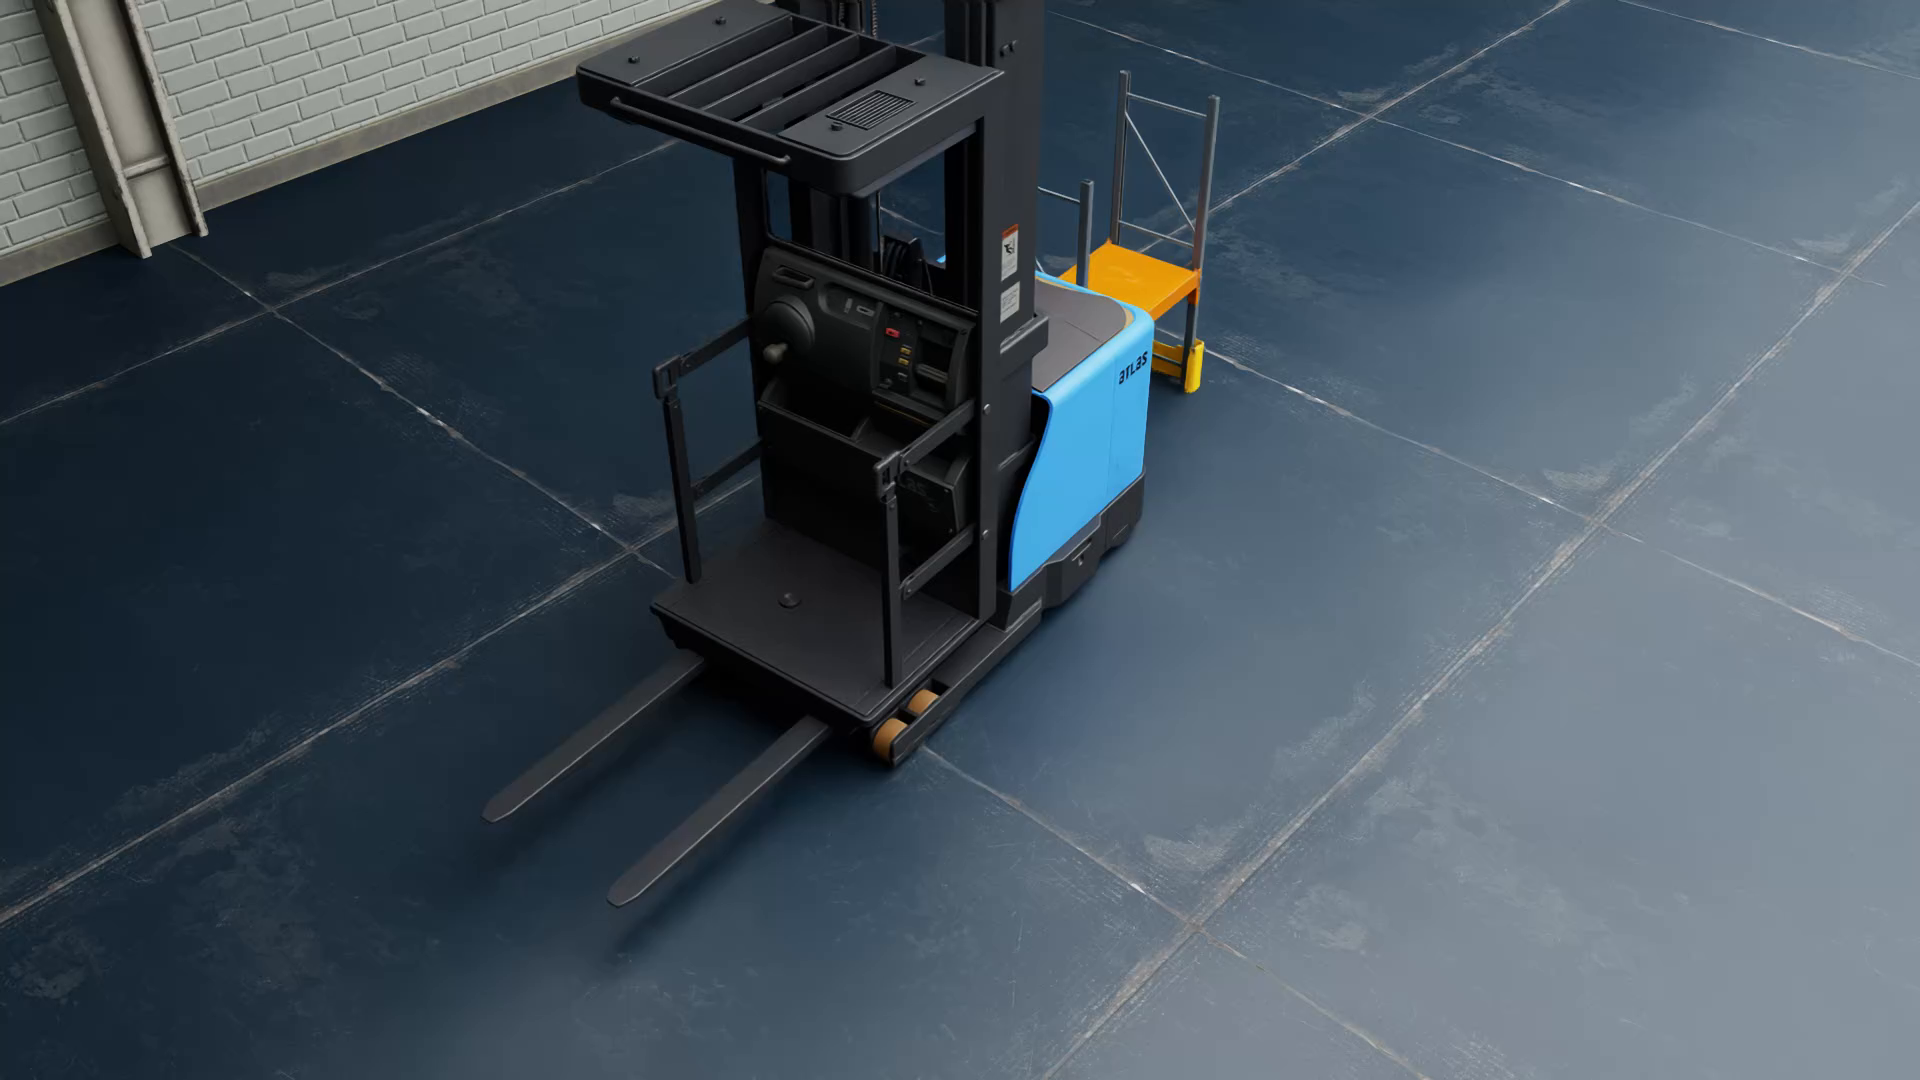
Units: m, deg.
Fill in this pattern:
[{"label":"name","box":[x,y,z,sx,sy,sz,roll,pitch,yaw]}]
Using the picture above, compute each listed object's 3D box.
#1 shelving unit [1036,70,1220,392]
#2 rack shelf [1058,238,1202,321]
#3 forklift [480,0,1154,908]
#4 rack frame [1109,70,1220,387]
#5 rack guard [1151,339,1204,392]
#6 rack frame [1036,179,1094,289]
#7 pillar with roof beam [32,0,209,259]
[{"label":"shelving unit","box":[0.632,-1.186,7.537,0.587,1.500,1.083,25,45,28]},{"label":"rack shelf","box":[0.626,-1.041,7.643,0.538,0.185,1.000,25,45,28]},{"label":"forklift","box":[-0.481,-0.662,5.728,1.130,2.935,3.031,25,45,28]},{"label":"rack frame","box":[0.928,-1.436,7.851,0.500,1.500,0.032,25,45,28]},{"label":"rack guard","box":[0.927,-0.946,8.239,0.587,0.250,0.087,25,45,28]},{"label":"rack frame","box":[0.325,-0.927,7.211,0.500,1.500,0.032,25,45,28]},{"label":"pillar with roof beam","box":[-1.328,-3.426,4.328,9.100,9.000,0.400,30,47,32]}]
